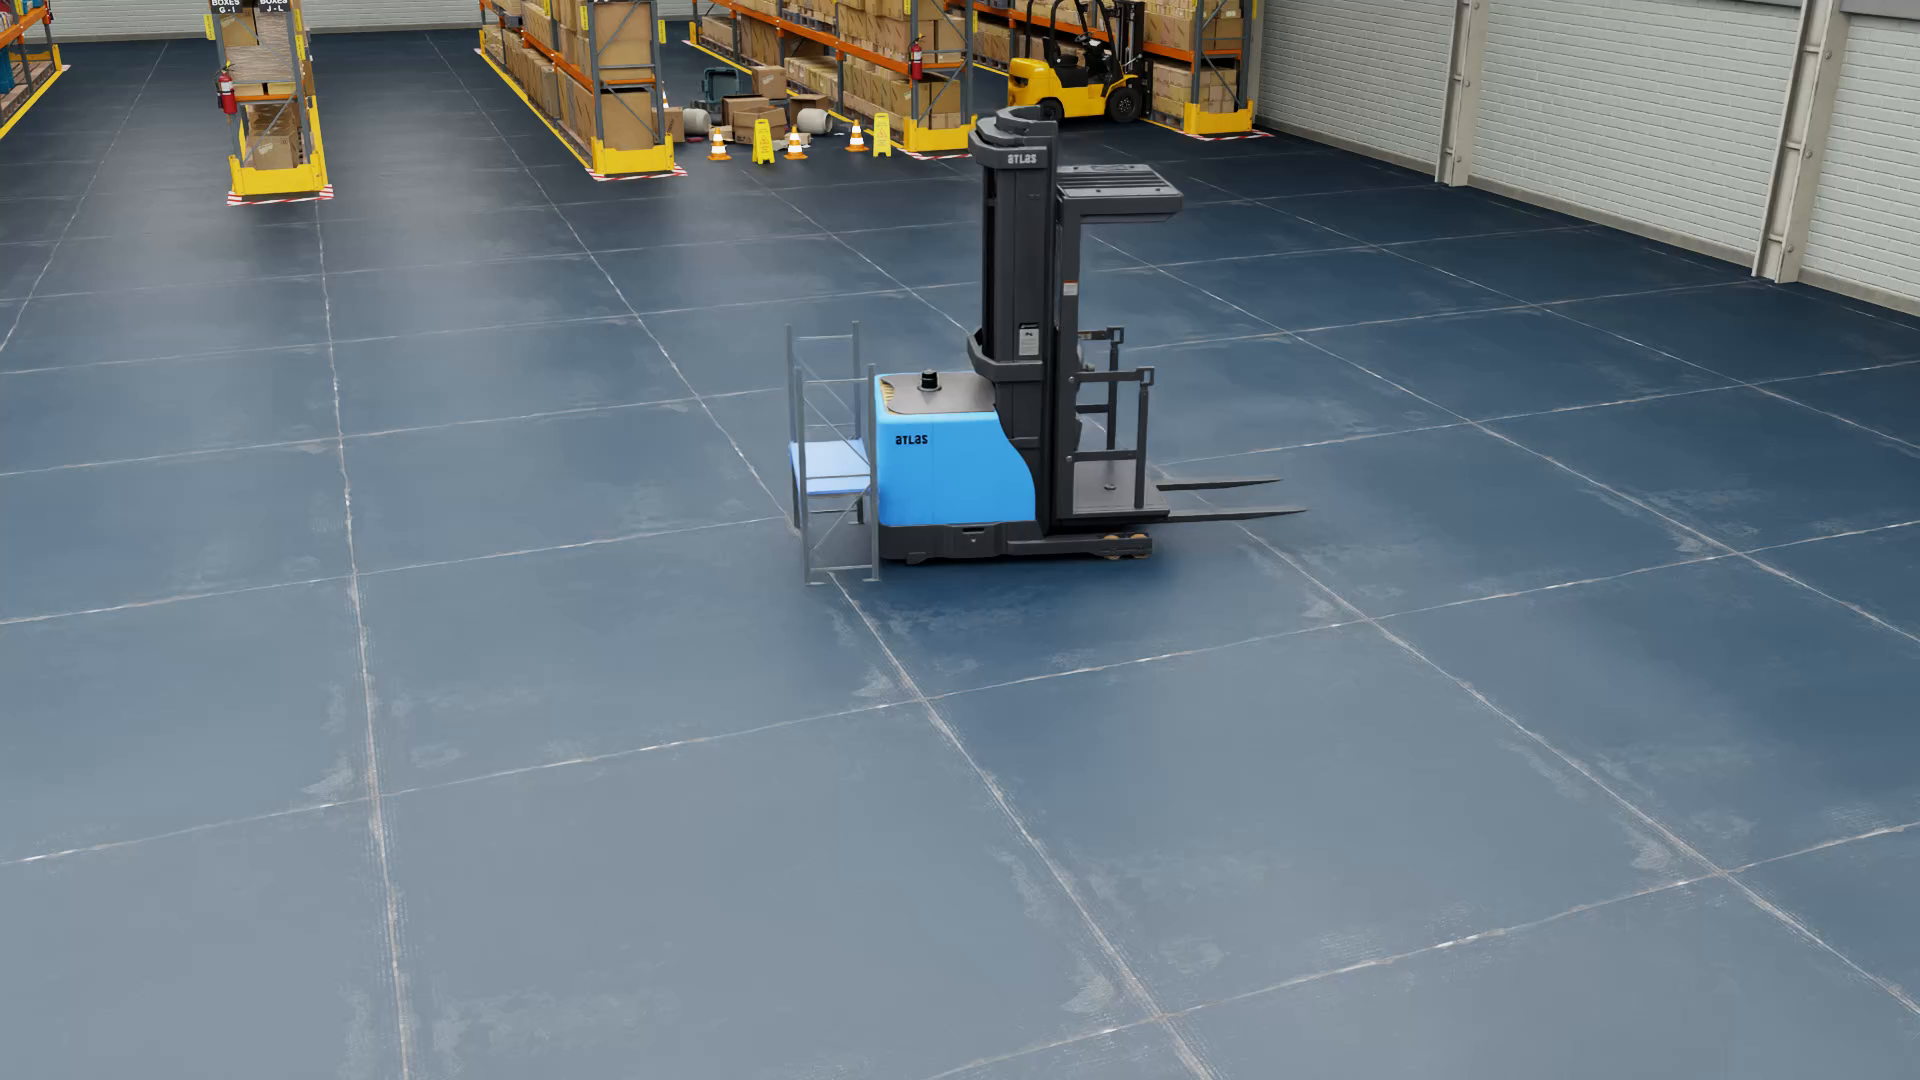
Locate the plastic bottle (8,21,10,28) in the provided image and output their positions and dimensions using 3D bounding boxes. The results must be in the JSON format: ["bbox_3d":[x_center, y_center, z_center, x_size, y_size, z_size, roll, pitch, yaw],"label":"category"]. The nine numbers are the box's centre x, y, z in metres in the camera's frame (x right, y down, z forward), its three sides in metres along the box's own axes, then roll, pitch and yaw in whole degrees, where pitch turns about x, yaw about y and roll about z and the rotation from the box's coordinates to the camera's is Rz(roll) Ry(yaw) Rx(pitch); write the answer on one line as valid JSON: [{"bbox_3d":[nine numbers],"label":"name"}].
[{"bbox_3d":[-17.920,-9.730,31.230,0.097,0.201,0.097,0,23,0],"label":"plastic bottle"}]

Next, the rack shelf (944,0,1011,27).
[{"bbox_3d":[0.826,-11.623,36.390,1.077,0.370,4.000,-8,24,-19],"label":"rack shelf"}]

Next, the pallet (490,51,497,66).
[{"bbox_3d":[-9.823,-10.681,36.819,1.003,0.211,1.213,-8,24,-19],"label":"pallet"}]

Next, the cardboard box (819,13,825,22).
[{"bbox_3d":[-2.338,-9.505,30.223,0.380,0.149,0.250,-9,24,-20],"label":"cardboard box"}]

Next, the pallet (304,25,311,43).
[{"bbox_3d":[-12.030,-8.852,29.138,1.213,0.211,1.003,-8,24,-19],"label":"pallet"}]

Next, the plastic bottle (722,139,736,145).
[{"bbox_3d":[-3.785,-6.490,27.069,0.133,0.061,0.283,-18,29,-37],"label":"plastic bottle"}]

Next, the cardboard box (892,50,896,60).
[{"bbox_3d":[-0.880,-7.802,26.722,0.380,0.149,0.250,-9,24,-20],"label":"cardboard box"}]

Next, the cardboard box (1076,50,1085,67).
[{"bbox_3d":[2.751,-9.061,31.903,0.875,0.625,0.625,-7,24,-17],"label":"cardboard box"}]

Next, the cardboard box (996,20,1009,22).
[{"bbox_3d":[1.016,-11.463,36.927,0.380,0.149,0.250,-8,24,-18],"label":"cardboard box"}]

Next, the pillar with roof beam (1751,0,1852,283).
[{"bbox_3d":[5.167,-6.511,15.611,9.100,9.000,0.400,-8,24,-19],"label":"pillar with roof beam"}]

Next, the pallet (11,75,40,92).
[{"bbox_3d":[-18.724,-8.936,32.679,1.003,0.211,1.213,-8,24,-19],"label":"pallet"}]

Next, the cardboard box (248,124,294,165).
[{"bbox_3d":[-10.003,-5.762,24.236,0.500,0.500,0.500,-2,23,-5],"label":"cardboard box"}]

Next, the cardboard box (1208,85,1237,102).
[{"bbox_3d":[4.387,-7.677,28.457,0.500,0.250,0.500,-8,24,-18],"label":"cardboard box"}]

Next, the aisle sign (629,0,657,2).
[{"bbox_3d":[-4.573,-8.136,23.843,0.394,0.787,0.004,-8,24,-19],"label":"aisle sign"}]

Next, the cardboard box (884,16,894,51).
[{"bbox_3d":[-0.906,-8.163,26.744,0.500,0.500,0.500,-8,24,-19],"label":"cardboard box"}]

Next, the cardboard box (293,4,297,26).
[{"bbox_3d":[-10.374,-8.068,25.232,0.500,0.500,0.500,-8,24,-19],"label":"cardboard box"}]

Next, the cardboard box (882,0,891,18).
[{"bbox_3d":[-0.840,-8.623,26.547,0.700,0.500,0.500,-8,24,-18],"label":"cardboard box"}]

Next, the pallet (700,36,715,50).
[{"bbox_3d":[-5.580,-11.887,39.681,1.003,0.211,1.213,-8,24,-19],"label":"pallet"}]

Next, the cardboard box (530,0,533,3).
[{"bbox_3d":[-7.556,-10.171,30.604,0.700,0.500,0.500,-8,24,-19],"label":"cardboard box"}]

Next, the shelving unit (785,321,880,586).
[{"bbox_3d":[-0.869,-0.603,11.249,0.538,1.500,1.048,-4,23,-8],"label":"shelving unit"}]

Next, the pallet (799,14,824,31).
[{"bbox_3d":[-2.372,-9.743,31.251,1.003,0.211,1.213,-8,24,-19],"label":"pallet"}]

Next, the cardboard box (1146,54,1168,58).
[{"bbox_3d":[3.659,-8.641,30.102,0.500,0.250,0.500,-8,24,-19],"label":"cardboard box"}]

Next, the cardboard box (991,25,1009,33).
[{"bbox_3d":[0.893,-11.011,35.856,0.380,0.149,0.250,-8,24,-17],"label":"cardboard box"}]

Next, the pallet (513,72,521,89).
[{"bbox_3d":[-8.407,-9.271,33.474,1.003,0.211,1.213,-8,24,-19],"label":"pallet"}]

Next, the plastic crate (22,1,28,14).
[{"bbox_3d":[-18.875,-10.652,33.299,0.416,0.233,0.300,-8,24,-19],"label":"plastic crate"}]

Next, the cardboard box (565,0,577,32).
[{"bbox_3d":[-5.634,-8.213,25.791,0.875,0.550,0.500,-8,24,-19],"label":"cardboard box"}]

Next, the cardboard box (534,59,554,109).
[{"bbox_3d":[-6.933,-8.097,29.454,1.050,0.750,0.750,-8,24,-19],"label":"cardboard box"}]

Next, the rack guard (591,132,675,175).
[{"bbox_3d":[-4.871,-5.762,24.776,1.175,0.500,0.348,-8,24,-19],"label":"rack guard"}]

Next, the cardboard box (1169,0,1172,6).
[{"bbox_3d":[3.782,-9.181,28.324,0.380,0.149,0.250,-8,24,-19],"label":"cardboard box"}]

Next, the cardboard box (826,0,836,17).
[{"bbox_3d":[-2.075,-9.605,29.623,0.500,0.500,0.500,-9,24,-20],"label":"cardboard box"}]

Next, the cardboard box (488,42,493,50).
[{"bbox_3d":[-10.395,-11.100,37.354,0.380,0.149,0.250,-8,24,-18],"label":"cardboard box"}]

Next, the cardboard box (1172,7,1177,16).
[{"bbox_3d":[3.821,-8.944,28.146,0.380,0.149,0.250,-8,24,-18],"label":"cardboard box"}]

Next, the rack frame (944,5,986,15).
[{"bbox_3d":[0.119,-12.681,37.974,1.000,3.000,0.127,-8,24,-19],"label":"rack frame"}]

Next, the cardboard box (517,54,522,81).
[{"bbox_3d":[-8.362,-9.263,32.543,0.500,0.500,0.500,-7,24,-17],"label":"cardboard box"}]

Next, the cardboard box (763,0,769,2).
[{"bbox_3d":[-3.703,-11.033,33.614,0.500,0.250,0.500,-9,24,-20],"label":"cardboard box"}]

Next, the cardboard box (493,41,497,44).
[{"bbox_3d":[-10.201,-11.152,37.093,0.380,0.149,0.250,-10,25,-22],"label":"cardboard box"}]

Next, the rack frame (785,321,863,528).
[{"bbox_3d":[-0.948,-0.798,11.712,0.500,1.500,0.032,-4,23,-8],"label":"rack frame"}]

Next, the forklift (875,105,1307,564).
[{"bbox_3d":[0.899,-1.417,11.338,3.031,2.935,1.130,-3,23,-6],"label":"forklift"}]

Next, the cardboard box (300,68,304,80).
[{"bbox_3d":[-9.872,-6.857,24.481,0.380,0.149,0.250,-8,24,-19],"label":"cardboard box"}]

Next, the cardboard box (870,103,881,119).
[{"bbox_3d":[-1.187,-7.200,27.970,0.500,0.250,0.500,-9,25,-21],"label":"cardboard box"}]

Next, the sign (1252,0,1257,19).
[{"bbox_3d":[4.880,-8.830,27.621,0.100,0.325,0.005,-8,24,-19],"label":"sign"}]

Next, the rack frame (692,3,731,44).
[{"bbox_3d":[-5.936,-13.452,39.803,1.000,3.000,0.127,-8,24,-19],"label":"rack frame"}]

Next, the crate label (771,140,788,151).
[{"bbox_3d":[-2.897,-6.300,26.520,0.298,0.136,0.250,18,29,36],"label":"crate label"}]

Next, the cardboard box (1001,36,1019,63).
[{"bbox_3d":[1.182,-10.393,35.224,0.500,0.500,0.500,-8,24,-17],"label":"cardboard box"}]

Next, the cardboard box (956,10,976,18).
[{"bbox_3d":[0.134,-11.904,37.590,0.380,0.149,0.250,-10,25,-22],"label":"cardboard box"}]

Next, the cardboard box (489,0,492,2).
[{"bbox_3d":[-10.058,-11.797,36.200,0.380,0.149,0.250,-8,24,-18],"label":"cardboard box"}]

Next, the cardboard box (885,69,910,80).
[{"bbox_3d":[-1.003,-7.589,27.091,0.380,0.149,0.250,-8,24,-17],"label":"cardboard box"}]

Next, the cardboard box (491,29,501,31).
[{"bbox_3d":[-10.231,-11.279,37.013,0.380,0.149,0.250,-7,24,-17],"label":"cardboard box"}]

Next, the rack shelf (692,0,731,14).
[{"bbox_3d":[-5.230,-12.393,38.219,1.077,0.370,4.000,-8,24,-19],"label":"rack shelf"}]

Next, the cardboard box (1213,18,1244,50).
[{"bbox_3d":[4.443,-8.585,28.127,0.500,0.500,0.500,-8,24,-17],"label":"cardboard box"}]

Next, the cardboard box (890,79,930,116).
[{"bbox_3d":[-0.811,-7.165,26.923,0.500,0.500,0.500,-8,24,-19],"label":"cardboard box"}]

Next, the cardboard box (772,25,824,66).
[{"bbox_3d":[-3.276,-10.022,33.860,0.875,0.875,0.875,-9,24,-19],"label":"cardboard box"}]
